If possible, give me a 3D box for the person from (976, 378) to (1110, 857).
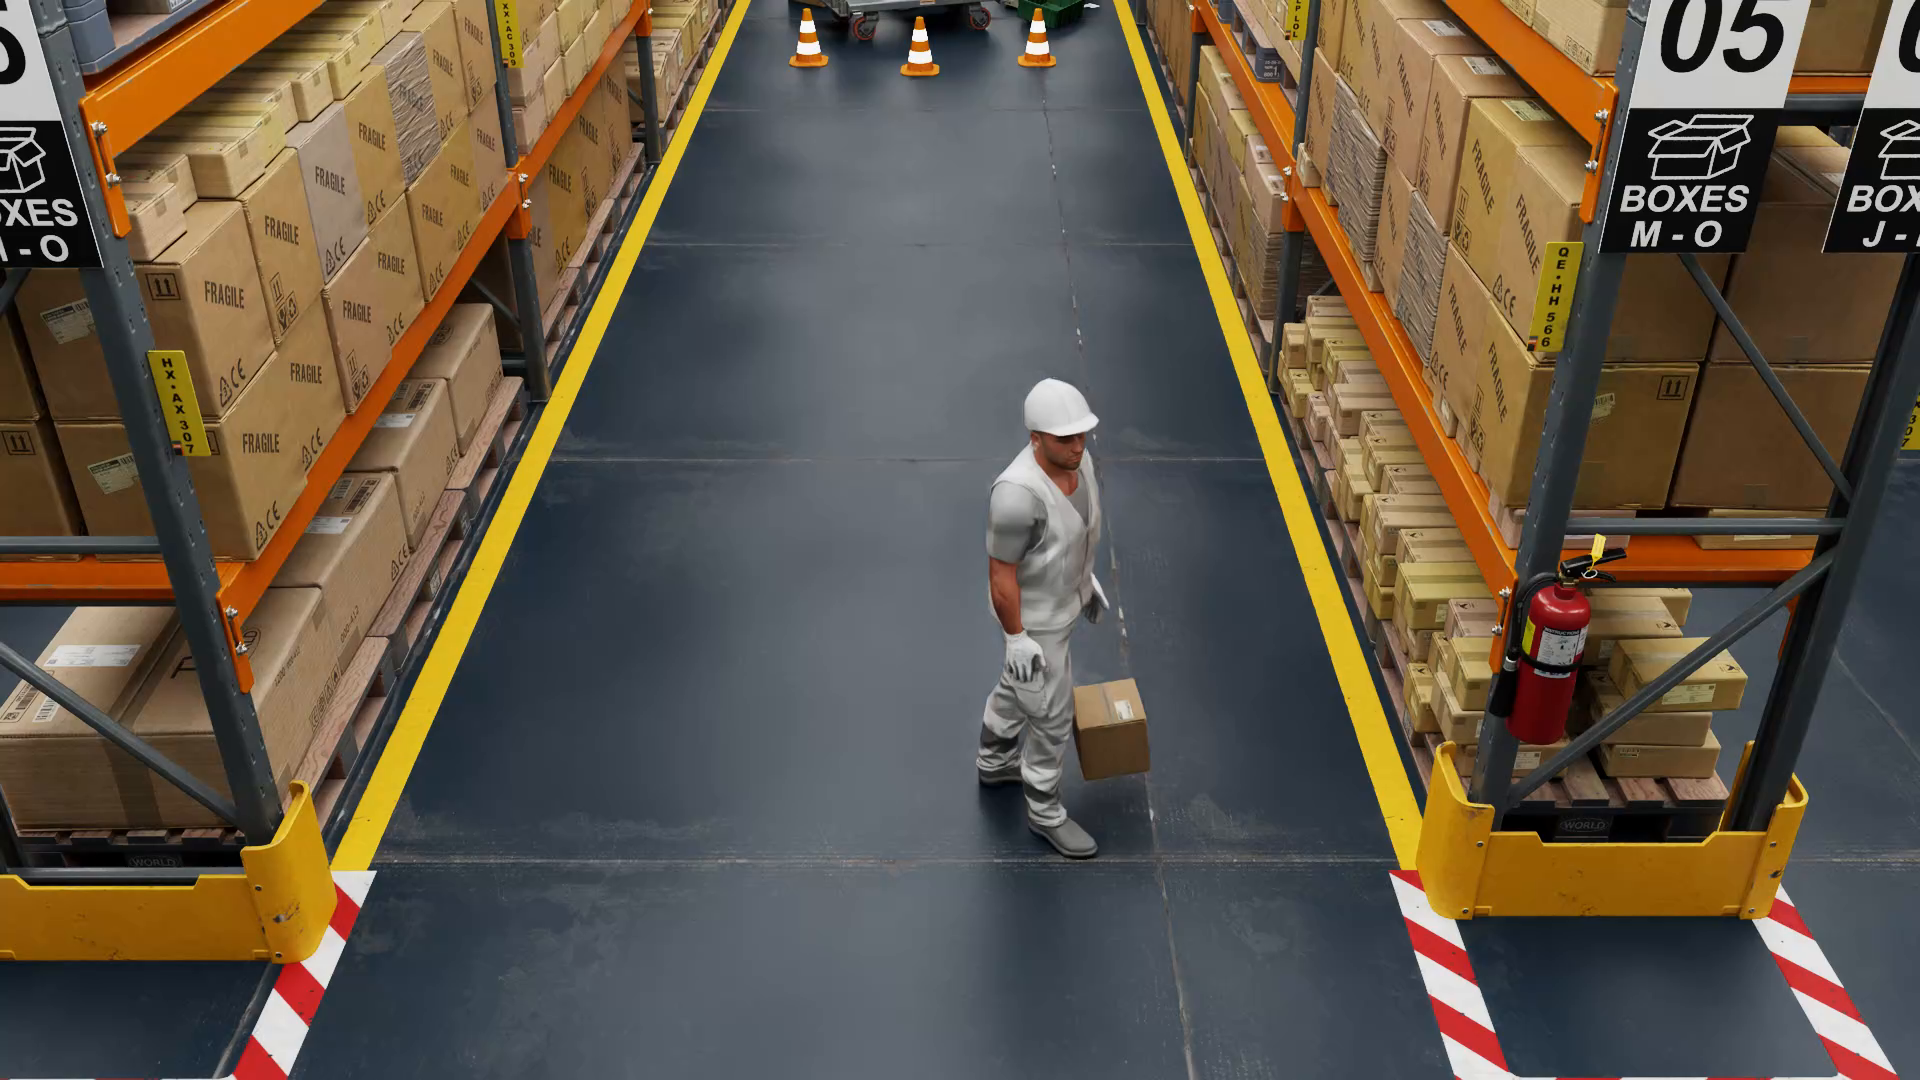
[{"bbox_3d":[0.293,0.245,5.708,0.581,1.786,0.540,15,34,23],"label":"person"}]
